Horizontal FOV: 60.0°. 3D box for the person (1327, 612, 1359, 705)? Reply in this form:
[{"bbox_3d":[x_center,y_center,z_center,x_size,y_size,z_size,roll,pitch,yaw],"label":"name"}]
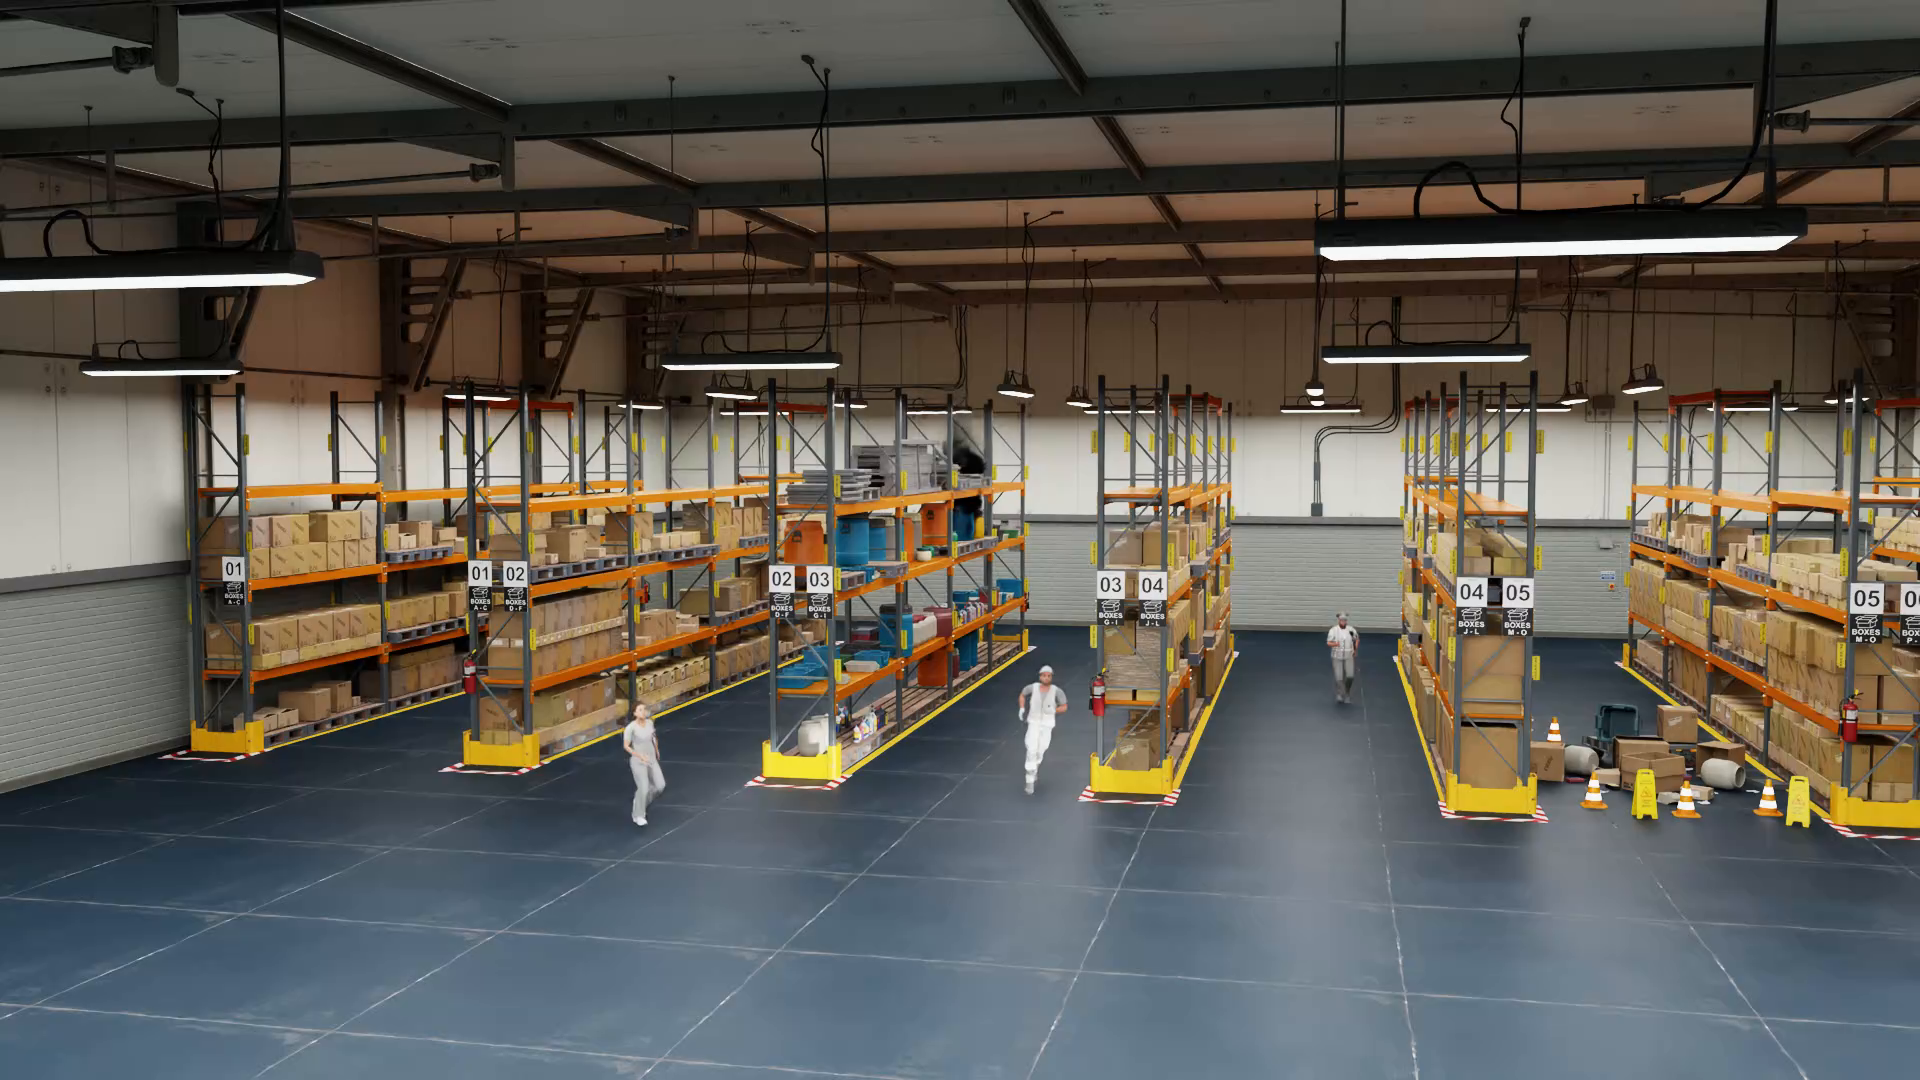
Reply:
[{"bbox_3d":[7.409,2.295,32.116,0.643,1.810,0.676,0,3,7],"label":"person"}]

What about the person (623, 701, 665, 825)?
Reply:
[{"bbox_3d":[-4.149,2.940,21.902,0.512,1.622,0.577,3,5,44],"label":"person"}]

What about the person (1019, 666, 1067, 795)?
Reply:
[{"bbox_3d":[1.203,2.706,24.103,0.700,1.789,0.980,0,3,-1],"label":"person"}]
